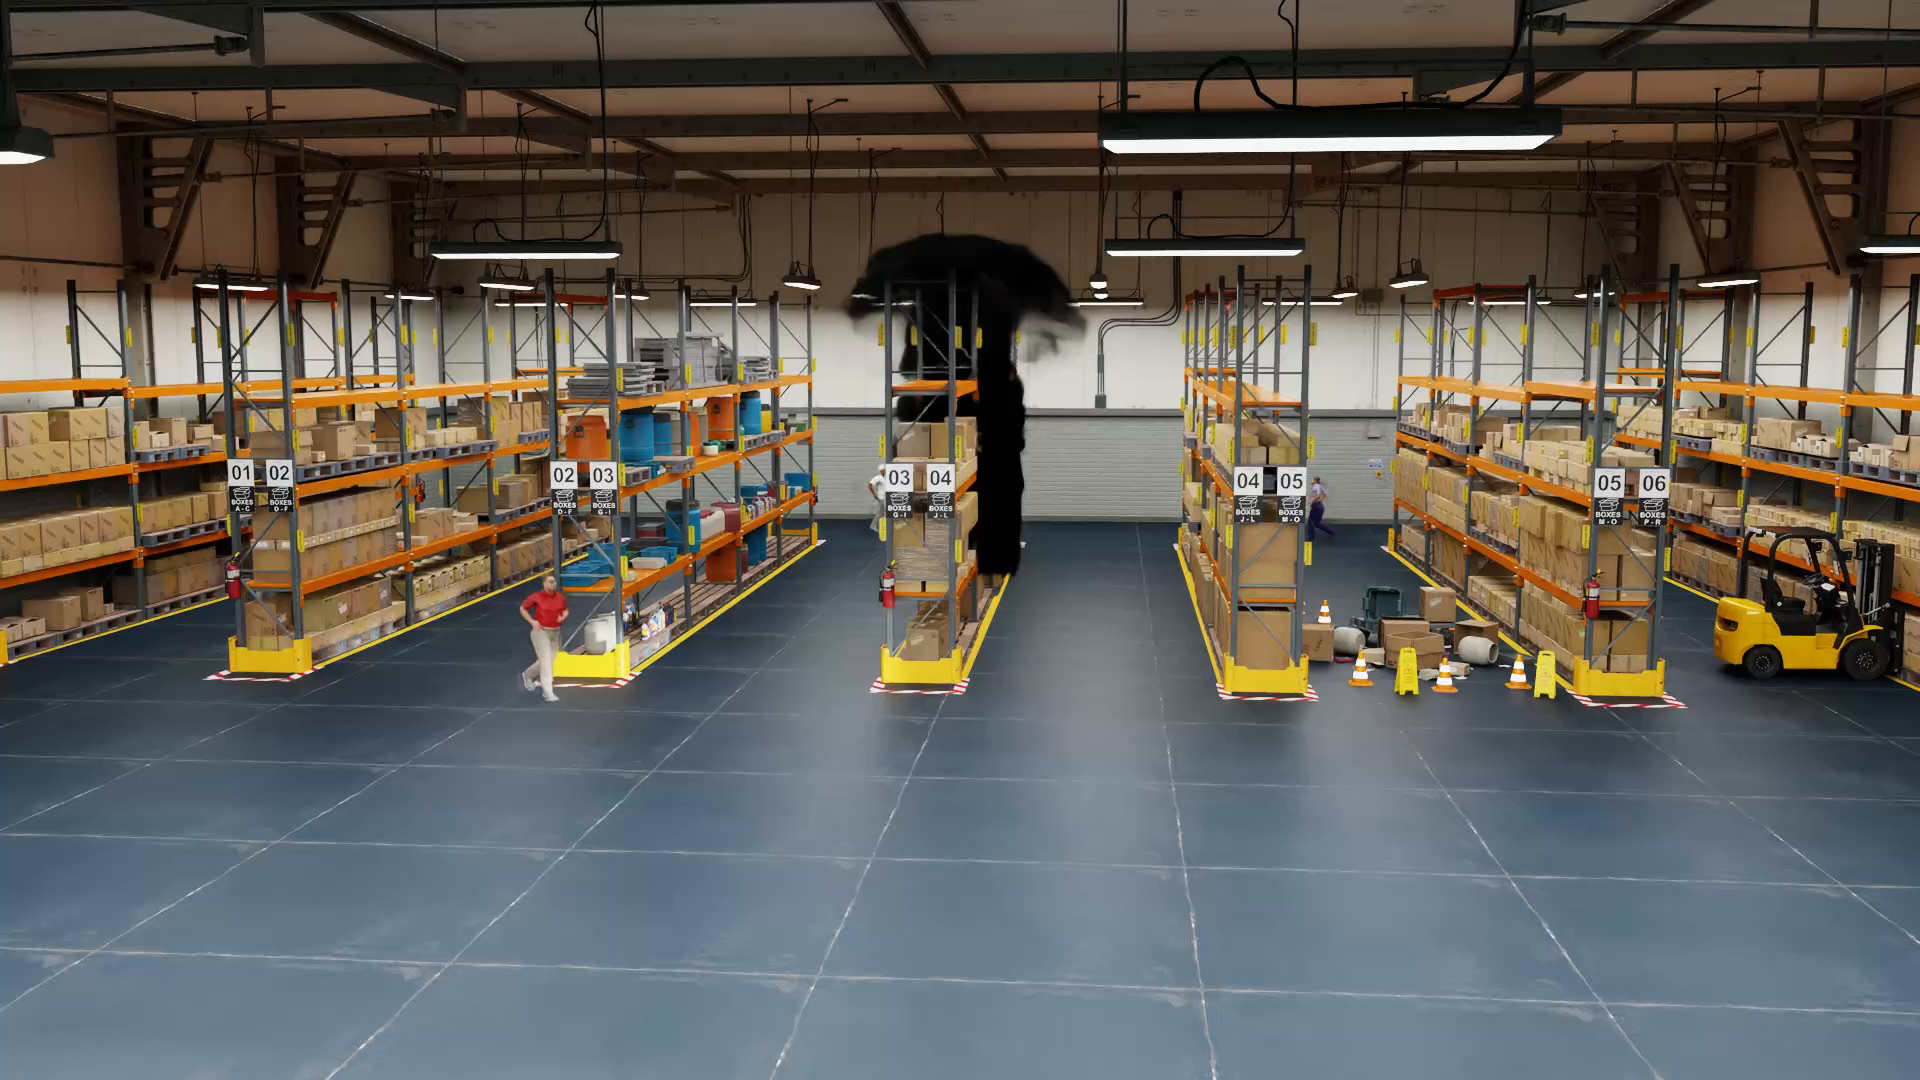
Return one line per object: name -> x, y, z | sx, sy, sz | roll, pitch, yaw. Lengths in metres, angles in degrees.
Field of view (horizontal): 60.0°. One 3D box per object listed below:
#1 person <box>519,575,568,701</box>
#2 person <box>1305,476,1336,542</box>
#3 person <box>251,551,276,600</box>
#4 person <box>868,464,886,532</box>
person -> -5.791, 1.351, 23.346 | 0.872, 1.742, 0.679 | 6, 9, 38
person -> 8.795, -0.724, 40.615 | 0.804, 1.645, 0.605 | 2, 7, 17
person -> -12.081, 0.644, 29.036 | 0.575, 1.730, 0.812 | 0, 7, 3
person -> -1.955, -1.018, 42.348 | 0.782, 1.828, 0.674 | 2, 7, 17
